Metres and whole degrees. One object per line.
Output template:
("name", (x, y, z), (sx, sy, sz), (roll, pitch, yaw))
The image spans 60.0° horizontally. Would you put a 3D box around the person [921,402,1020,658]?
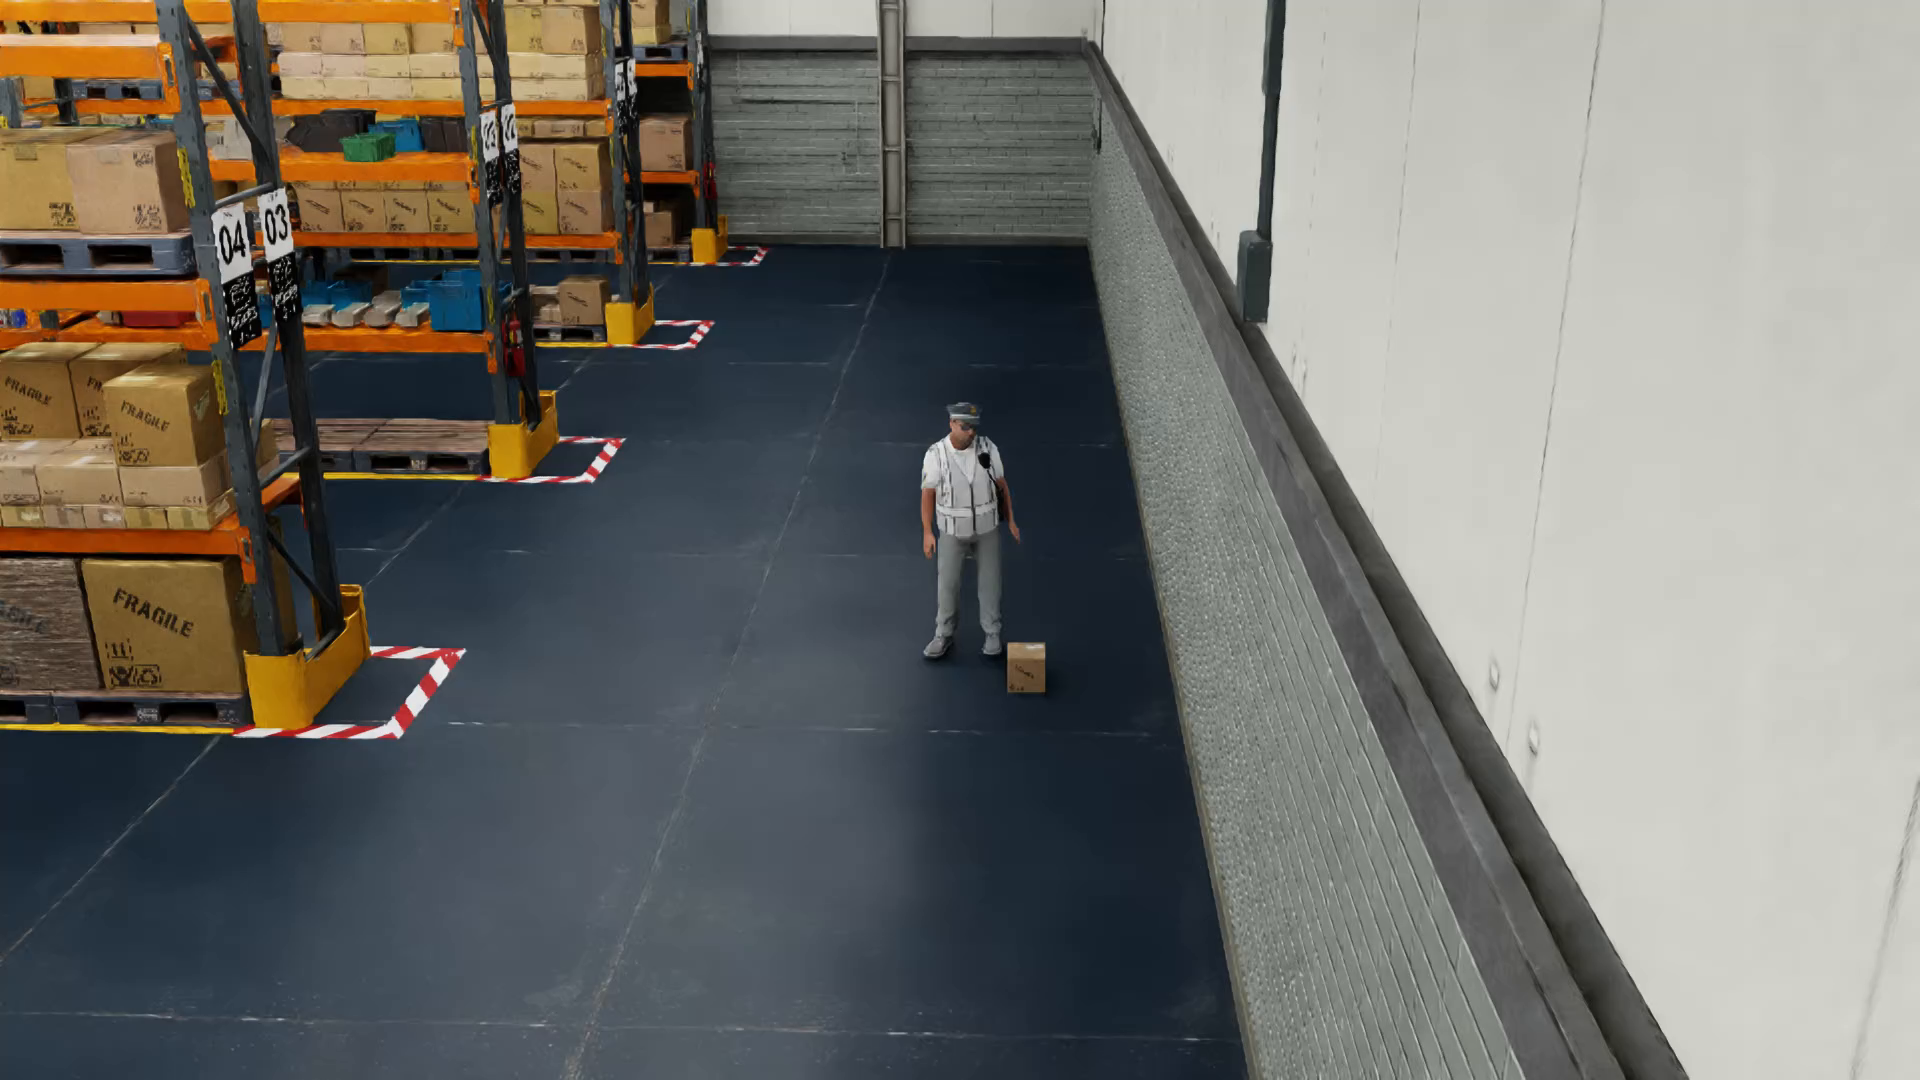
("person", (0.068, -0.077, 11.181), (0.664, 1.778, 0.430), (-5, 21, -12))
